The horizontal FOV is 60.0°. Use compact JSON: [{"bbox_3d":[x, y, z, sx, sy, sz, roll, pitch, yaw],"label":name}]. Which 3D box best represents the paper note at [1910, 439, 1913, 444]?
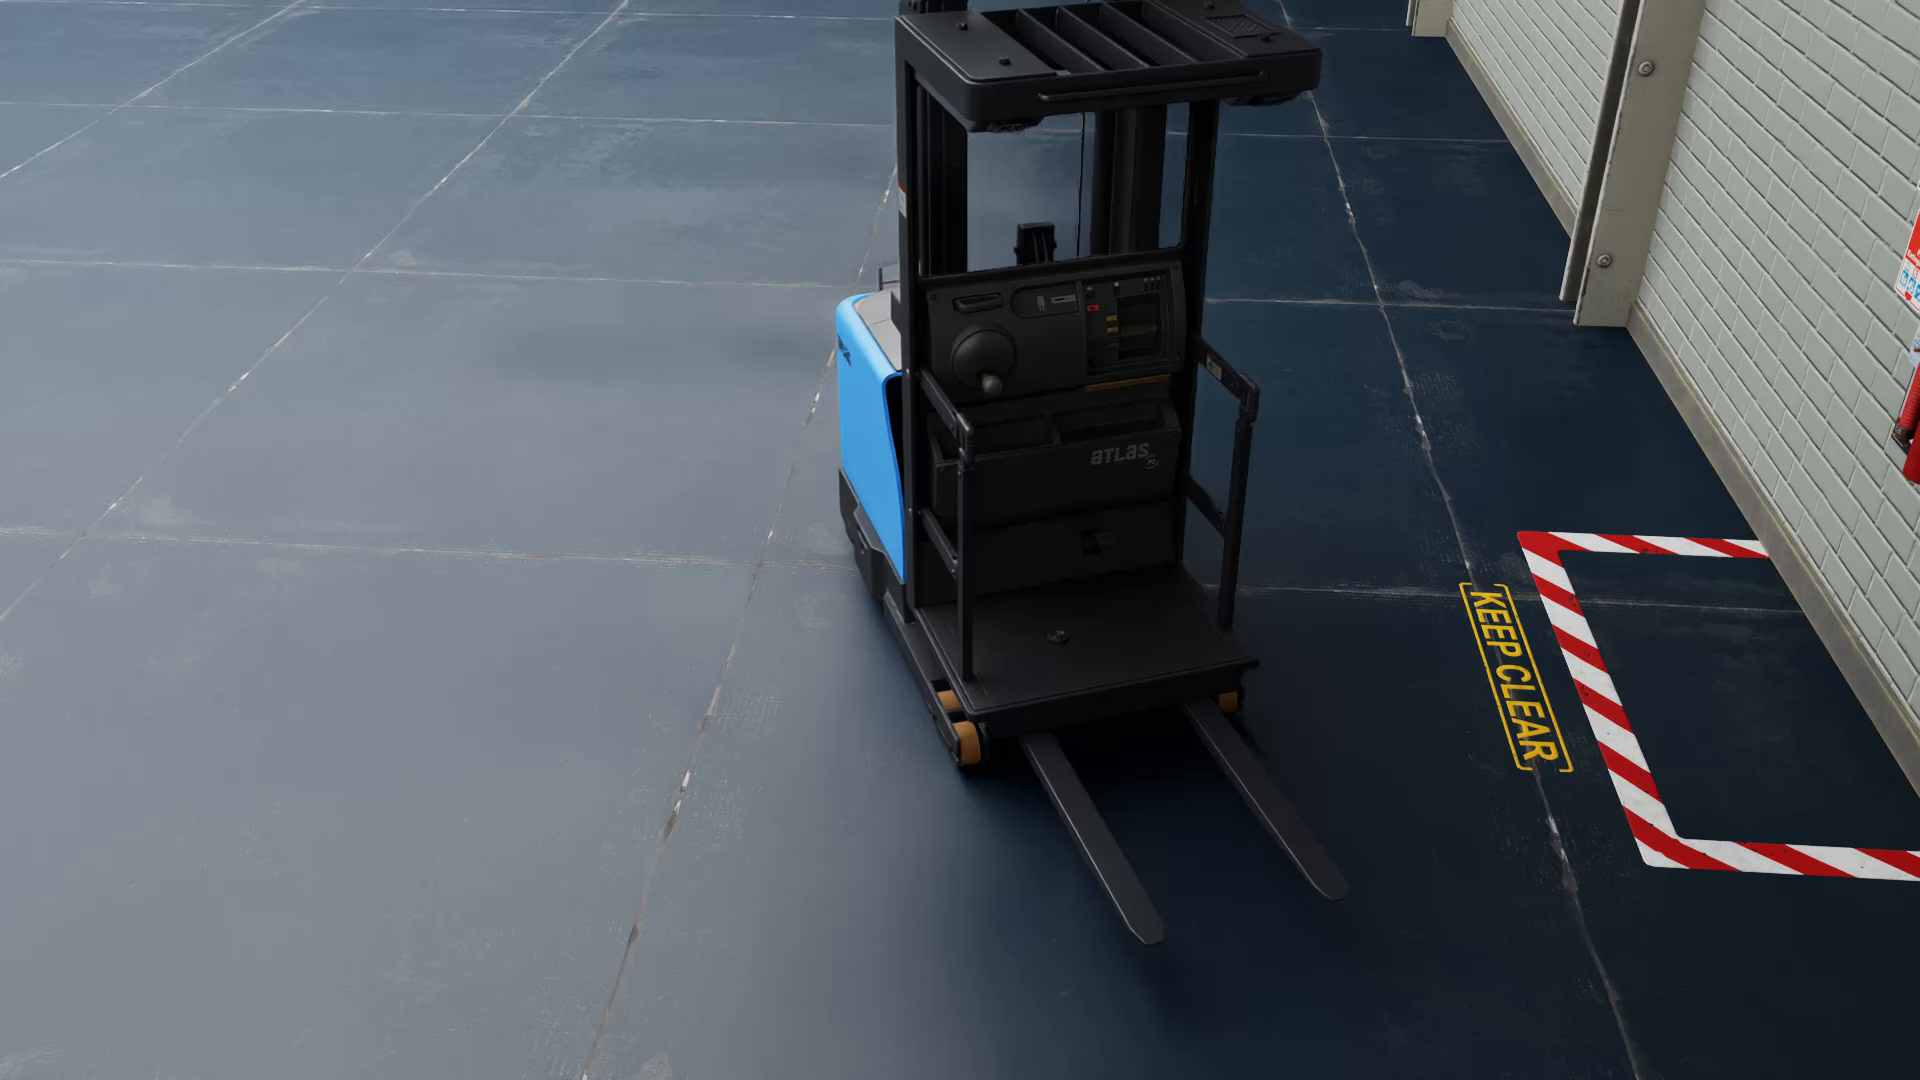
[{"bbox_3d":[3.399,-0.427,5.923,0.016,0.148,0.142,2,32,4],"label":"paper note"}]

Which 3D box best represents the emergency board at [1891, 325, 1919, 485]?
[{"bbox_3d":[3.315,-0.712,5.547,0.194,1.169,0.643,2,32,4],"label":"emergency board"}]

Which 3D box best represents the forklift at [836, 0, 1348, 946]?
[{"bbox_3d":[0.407,-0.675,5.552,1.130,2.935,3.031,-9,33,-15],"label":"forklift"}]

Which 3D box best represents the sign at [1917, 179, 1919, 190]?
[{"bbox_3d":[3.454,-1.236,5.857,0.001,0.109,0.331,2,32,4],"label":"sign"}]

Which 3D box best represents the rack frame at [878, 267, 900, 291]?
[{"bbox_3d":[-0.256,-0.738,7.447,0.200,1.050,0.008,-9,33,-15],"label":"rack frame"}]

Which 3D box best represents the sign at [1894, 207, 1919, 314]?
[{"bbox_3d":[3.463,-1.012,6.000,0.001,0.329,0.234,2,32,4],"label":"sign"}]

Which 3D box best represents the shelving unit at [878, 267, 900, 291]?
[{"bbox_3d":[-0.218,-0.677,7.348,0.215,1.050,0.252,-9,33,-15],"label":"shelving unit"}]

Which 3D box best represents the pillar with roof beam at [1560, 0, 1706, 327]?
[{"bbox_3d":[-0.726,-5.297,7.268,9.100,9.000,0.400,2,32,4],"label":"pillar with roof beam"}]

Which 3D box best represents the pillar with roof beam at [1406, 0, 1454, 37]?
[{"bbox_3d":[-0.238,-8.434,12.359,9.100,9.000,0.400,2,32,4],"label":"pillar with roof beam"}]
